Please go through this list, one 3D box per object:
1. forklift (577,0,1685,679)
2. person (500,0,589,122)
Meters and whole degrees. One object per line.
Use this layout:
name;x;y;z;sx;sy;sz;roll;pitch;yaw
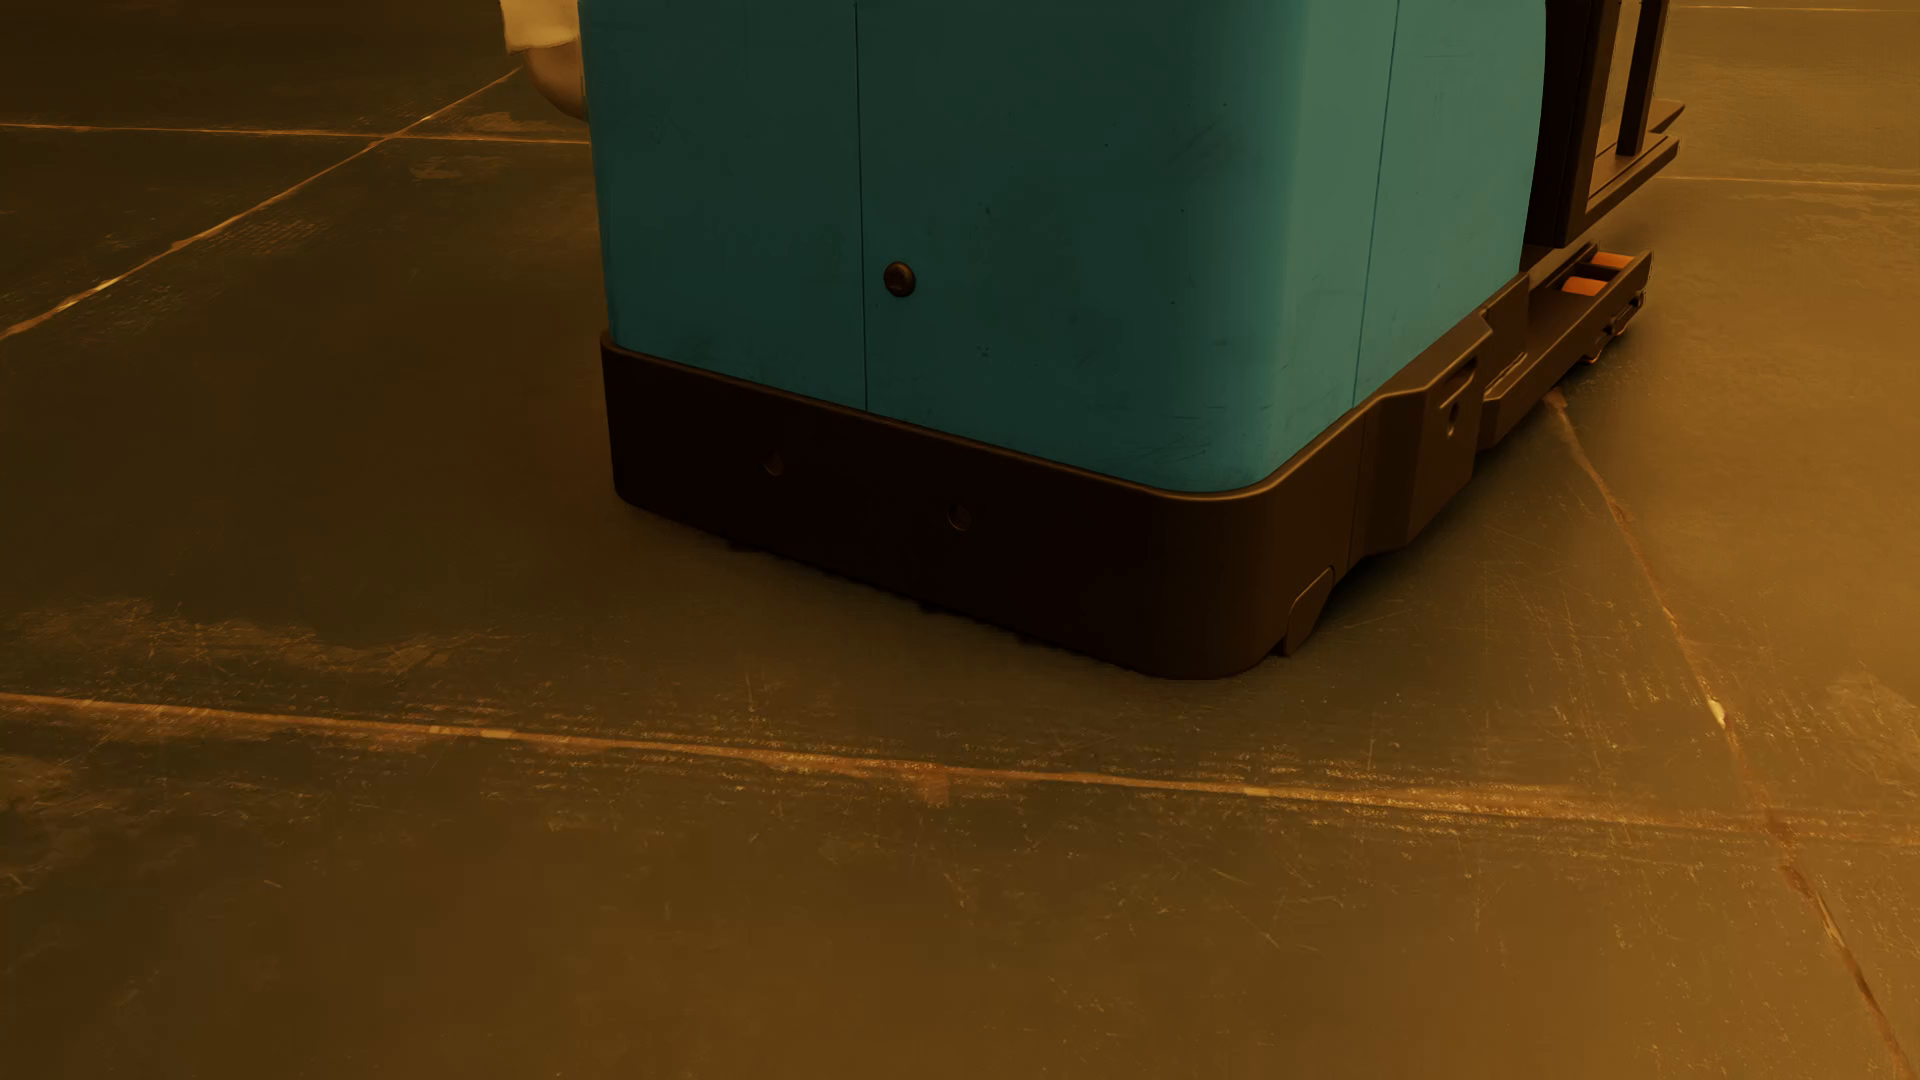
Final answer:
forklift;0.718;-1.752;2.729;1.130;2.935;3.031;17;31;30
person;-0.324;-0.878;2.766;0.857;1.465;0.738;-4;27;-9
